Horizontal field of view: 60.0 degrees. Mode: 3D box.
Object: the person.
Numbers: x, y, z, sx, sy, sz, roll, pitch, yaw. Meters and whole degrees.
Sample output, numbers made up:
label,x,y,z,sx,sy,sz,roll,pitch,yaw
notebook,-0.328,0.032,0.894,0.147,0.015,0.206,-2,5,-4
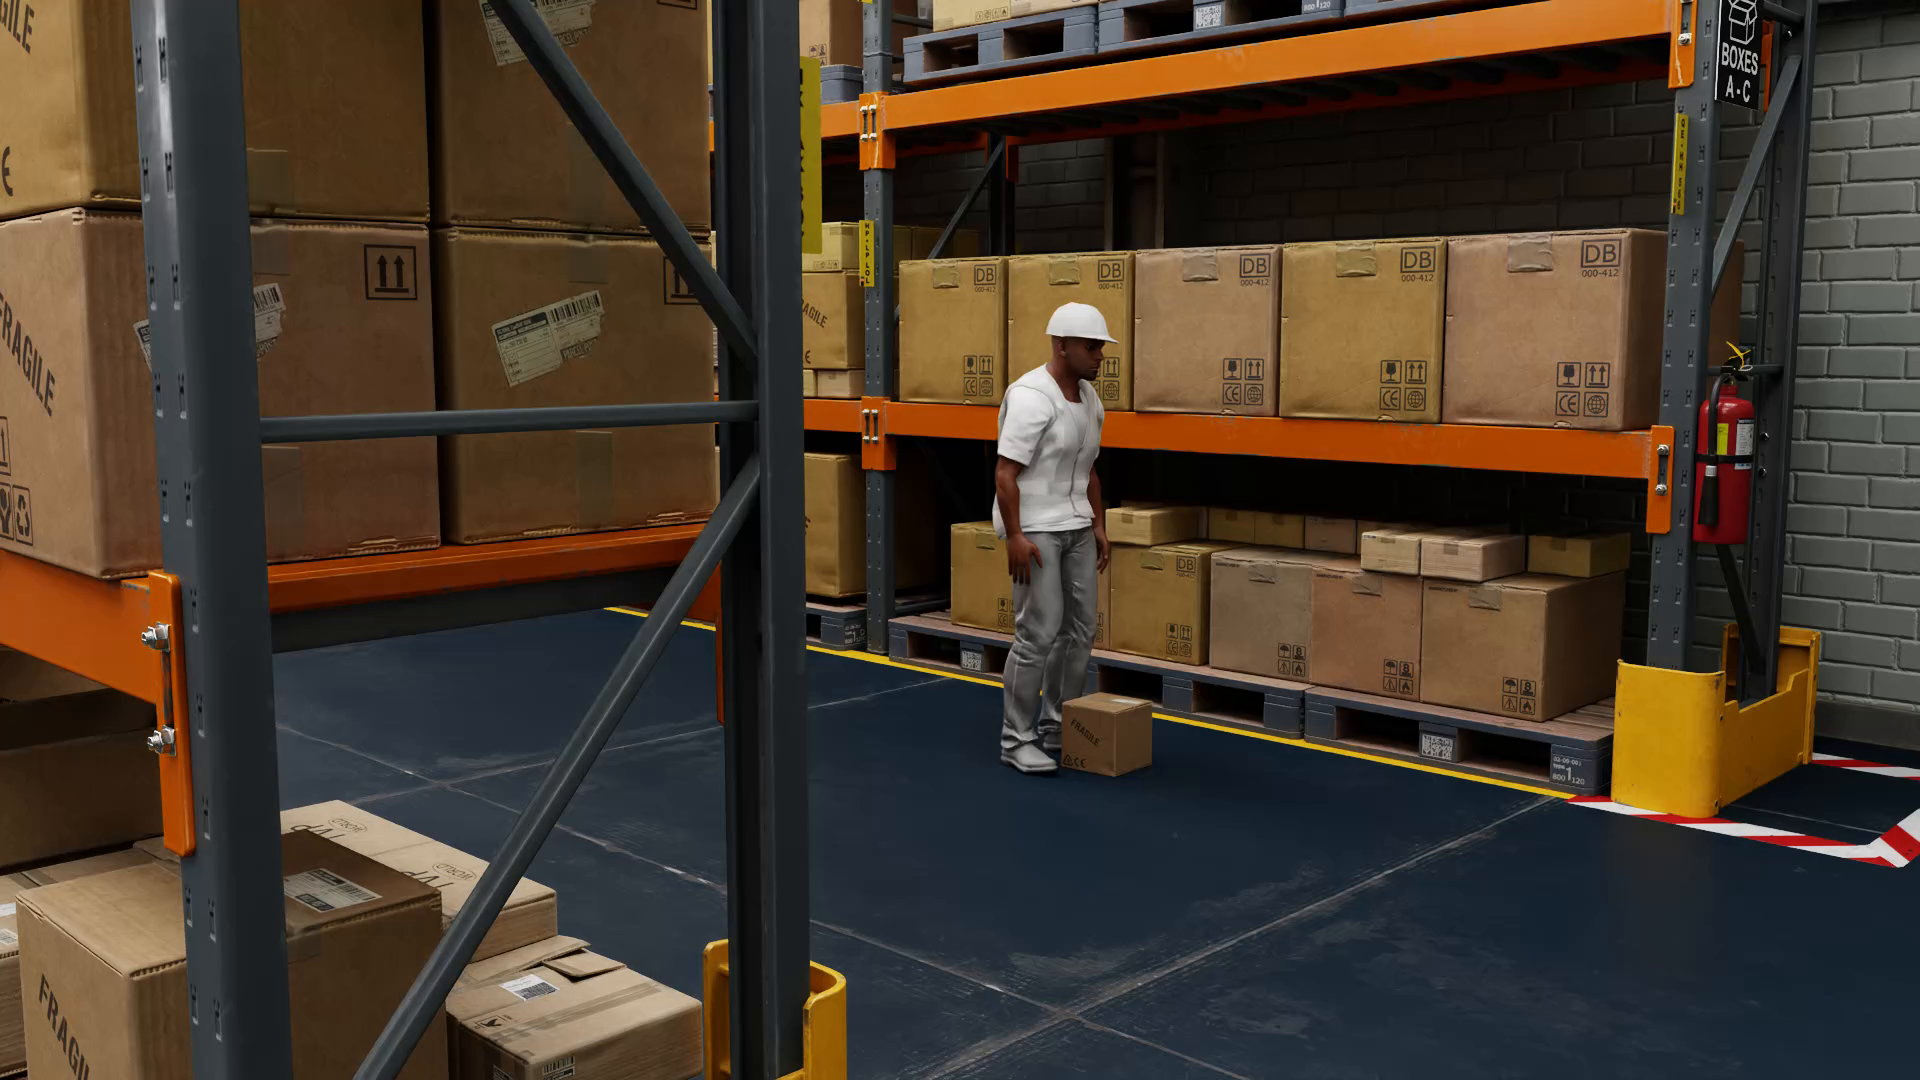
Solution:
label,x,y,z,sx,sy,sz,roll,pitch,yaw
person,0.376,-0.024,6.384,0.462,1.759,0.632,6,9,39
